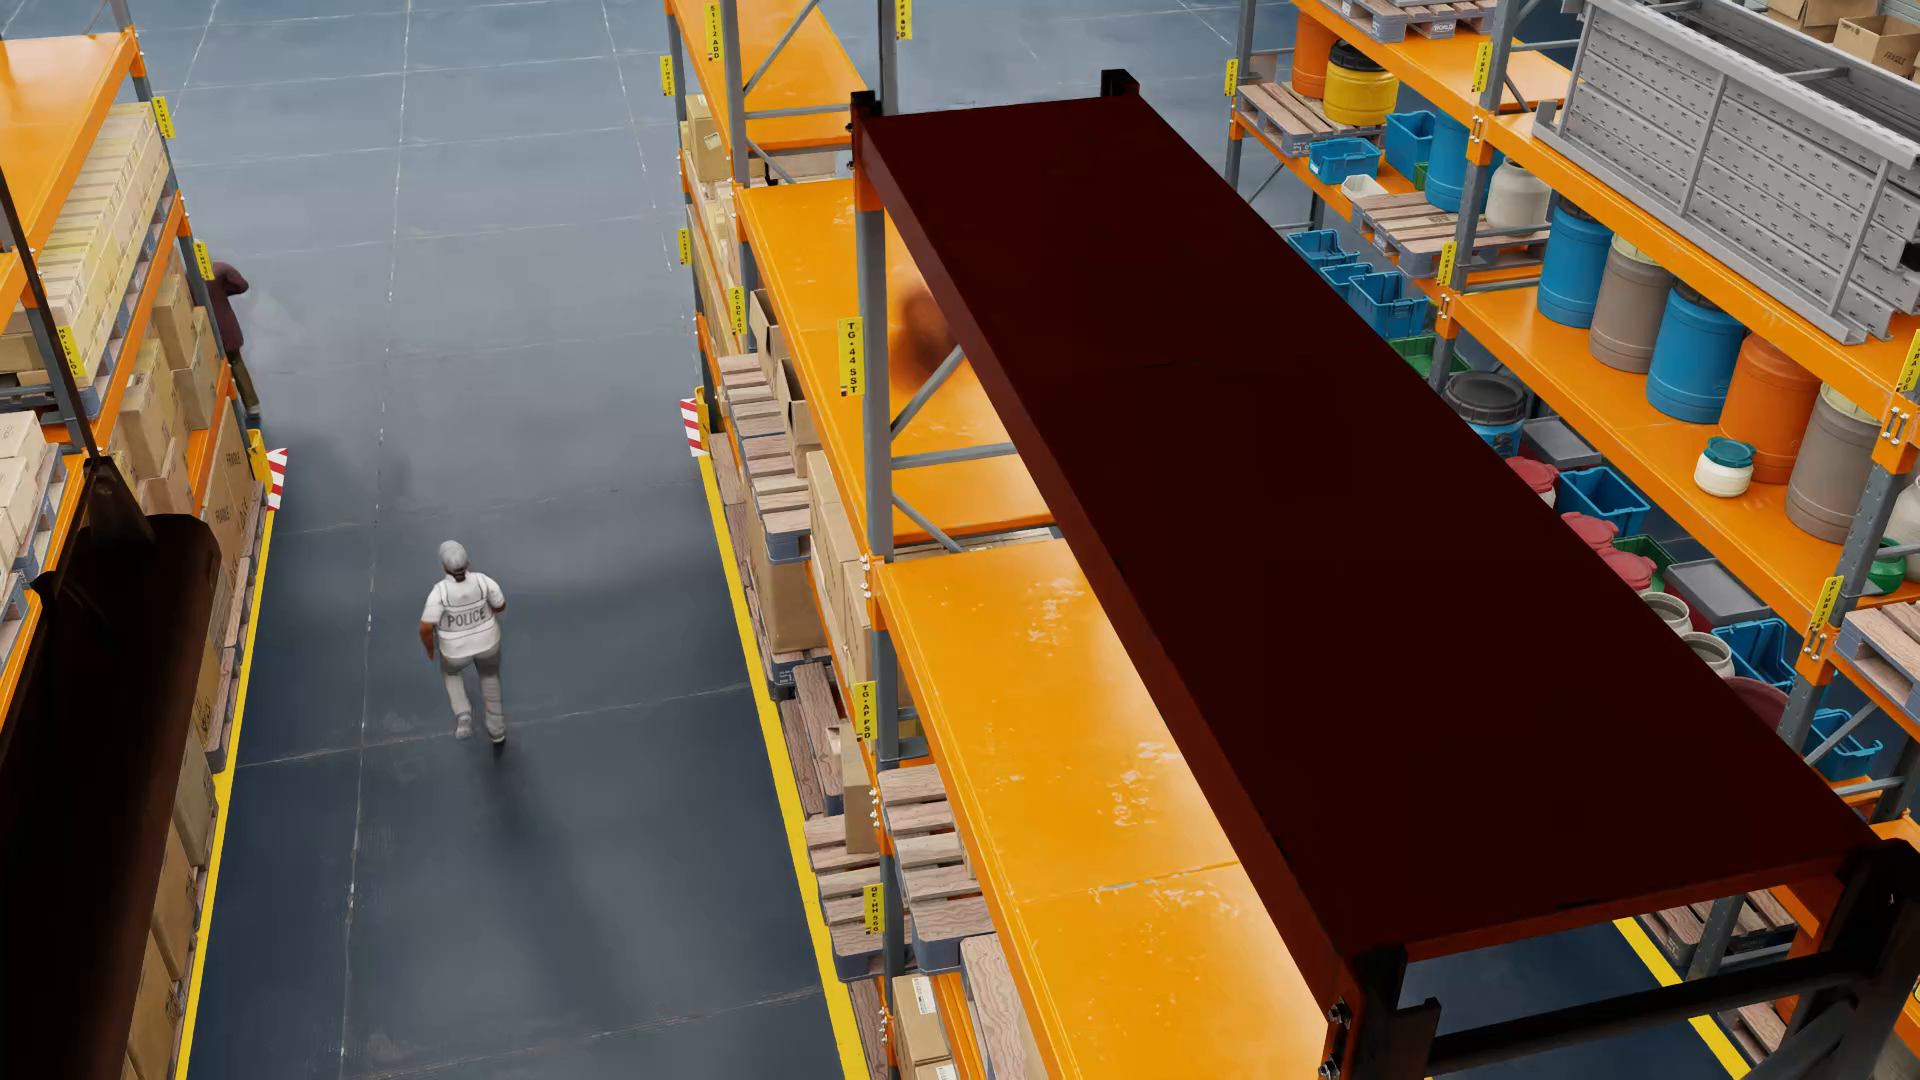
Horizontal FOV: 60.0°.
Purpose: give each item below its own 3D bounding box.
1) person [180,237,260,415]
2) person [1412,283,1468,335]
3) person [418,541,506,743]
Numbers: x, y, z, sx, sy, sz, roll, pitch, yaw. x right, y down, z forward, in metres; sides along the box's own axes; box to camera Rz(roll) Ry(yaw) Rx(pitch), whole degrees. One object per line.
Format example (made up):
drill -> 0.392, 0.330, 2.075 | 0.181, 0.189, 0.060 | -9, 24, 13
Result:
person -> -6.909, -1.922, 15.410 | 0.770, 1.729, 0.739 | -24, 41, -31
person -> 4.674, -2.312, 15.944 | 0.686, 1.722, 0.589 | -19, 39, -26
person -> -3.477, 0.691, 11.669 | 0.613, 1.634, 0.546 | -16, 37, -22
